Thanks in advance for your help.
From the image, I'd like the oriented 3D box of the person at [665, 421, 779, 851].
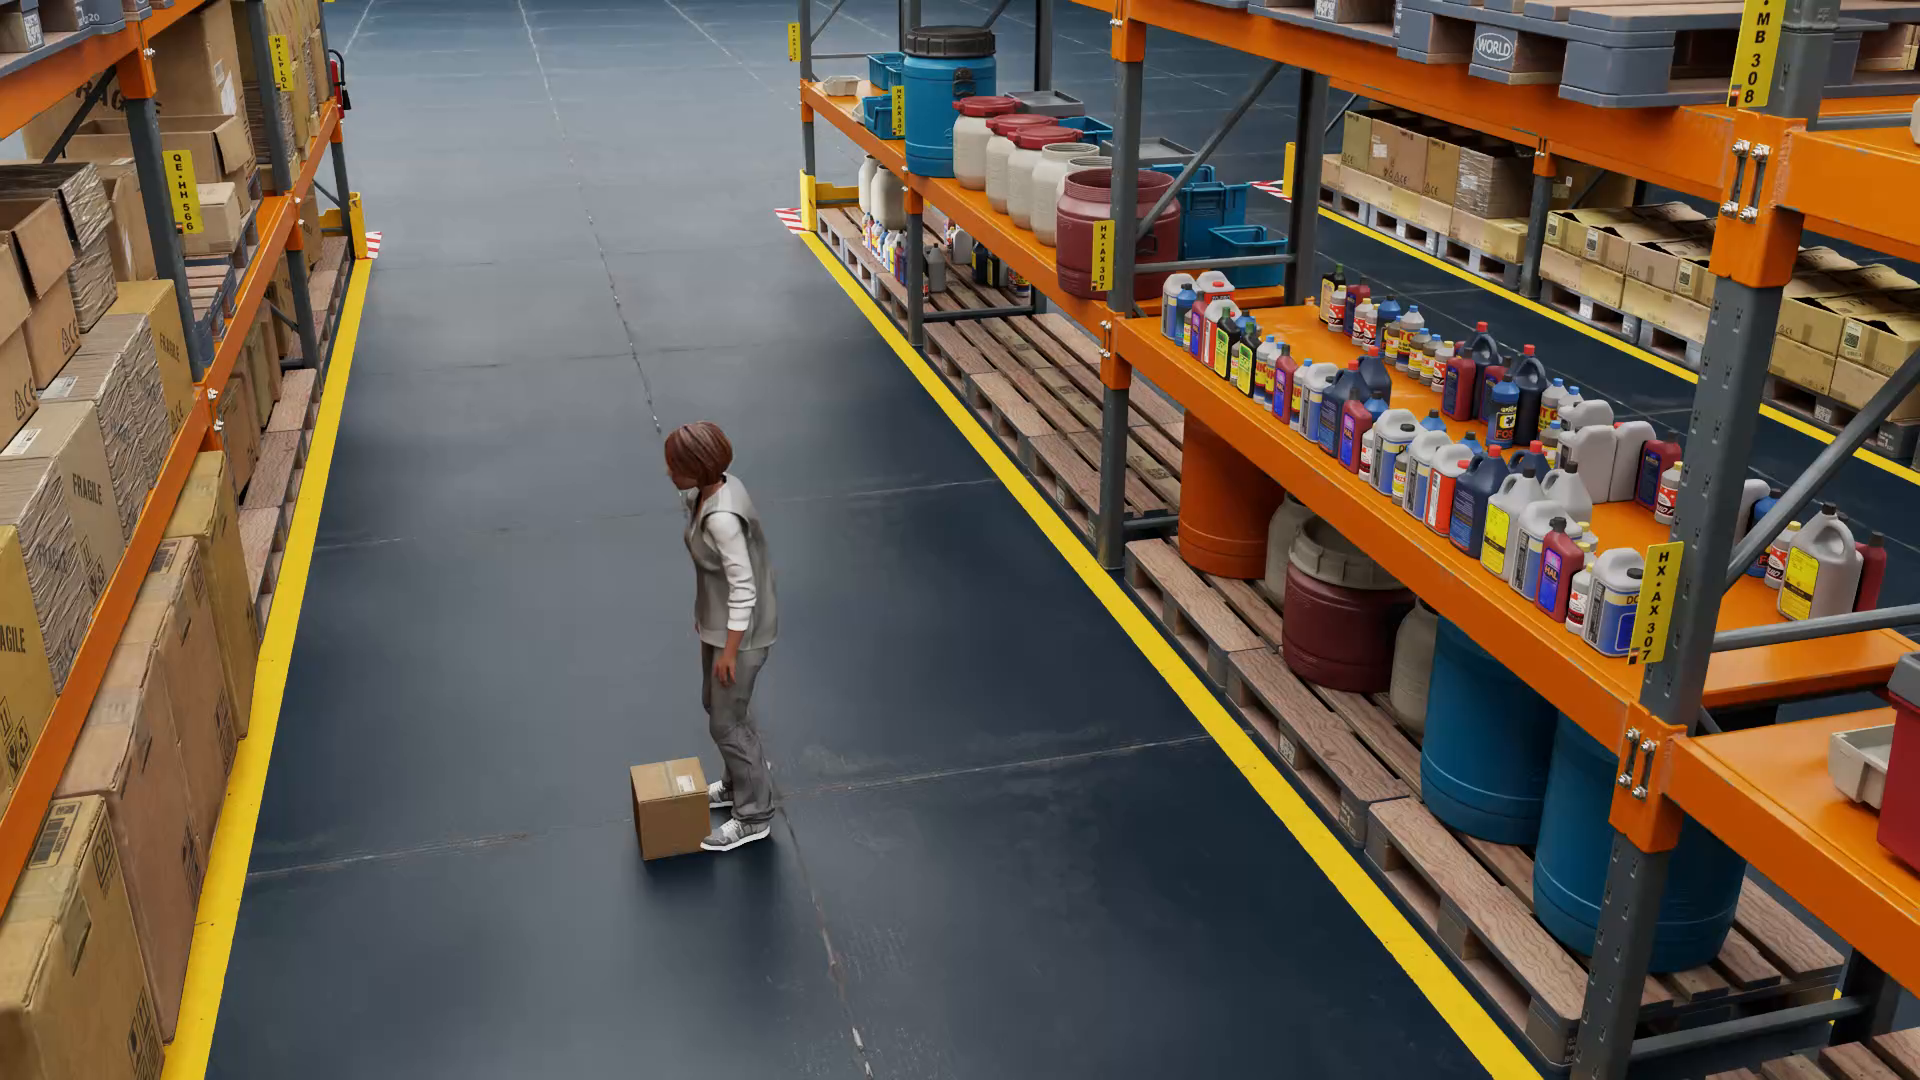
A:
[{"bbox_3d":[-0.820,0.329,5.845,0.345,1.593,0.479,-7,24,-16],"label":"person"}]
